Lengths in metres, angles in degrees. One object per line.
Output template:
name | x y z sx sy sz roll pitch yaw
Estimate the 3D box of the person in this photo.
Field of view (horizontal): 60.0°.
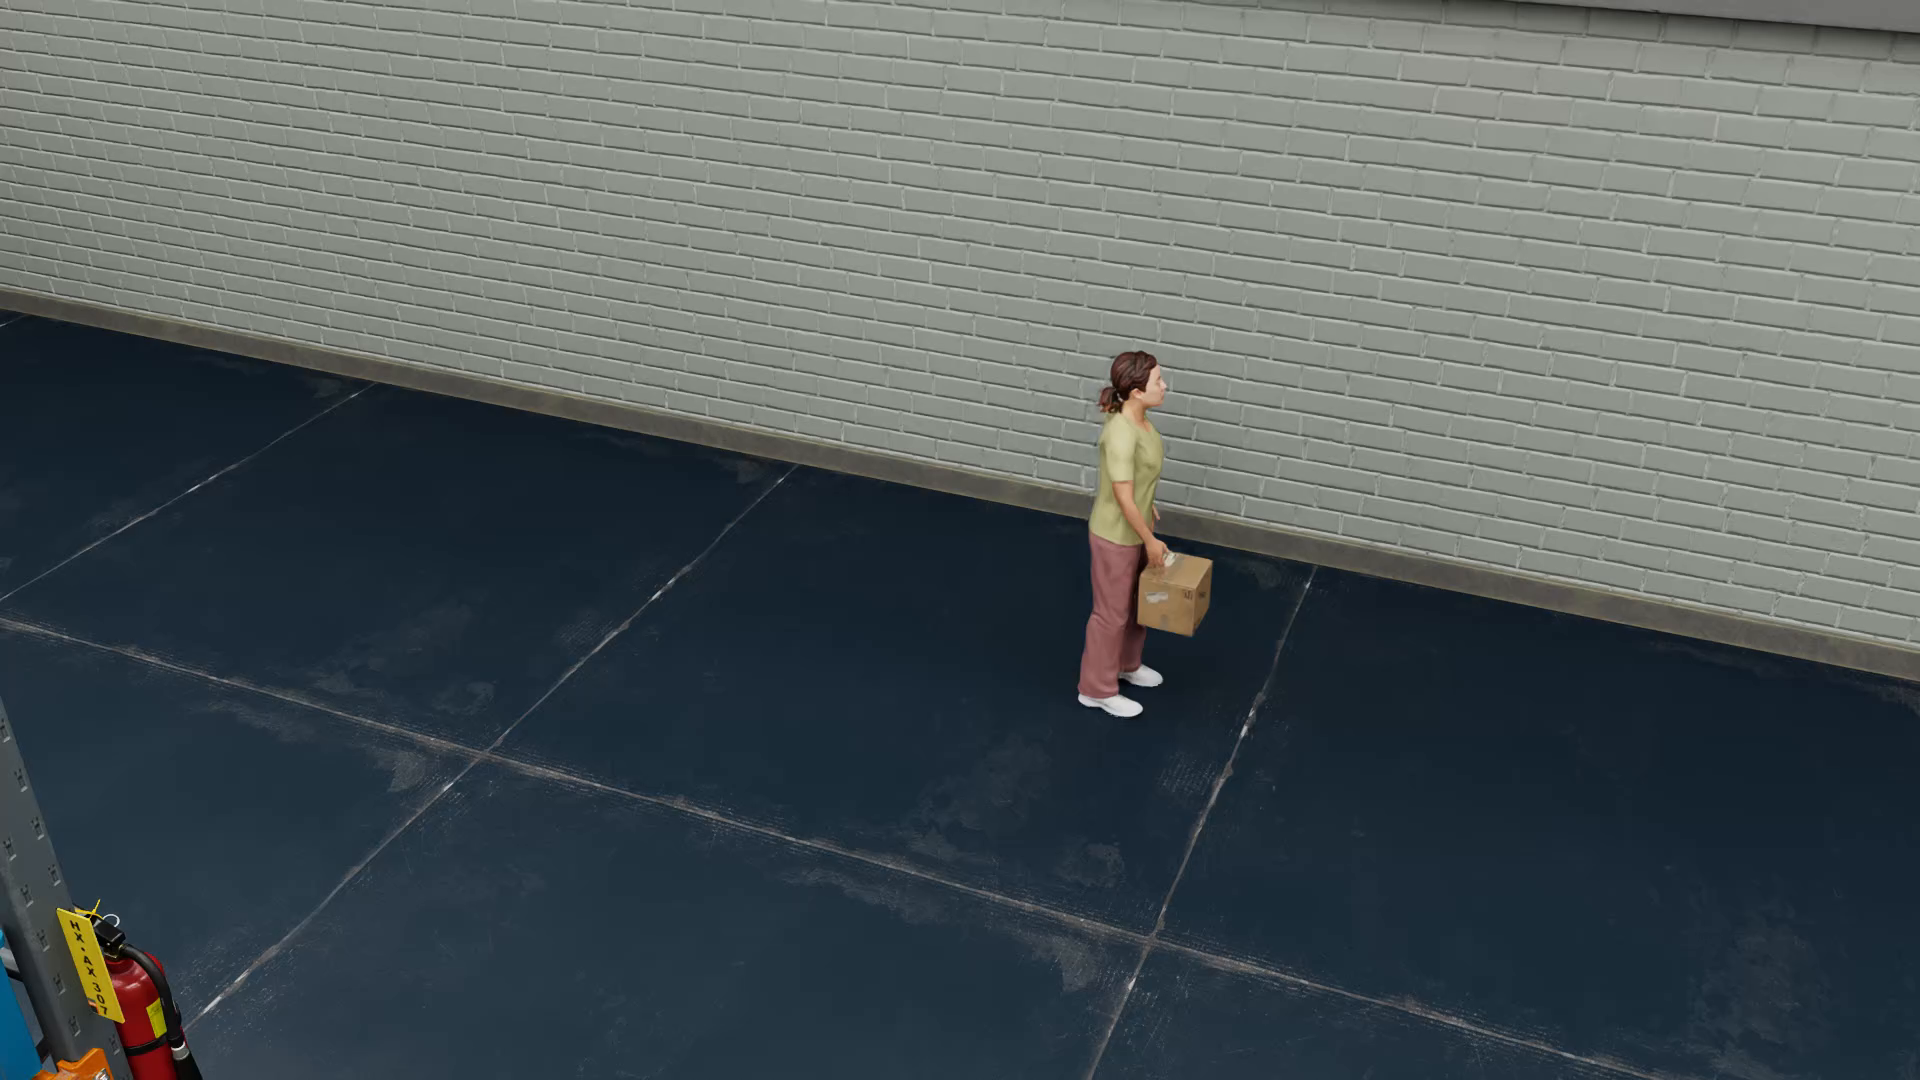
person | 0.736 -0.031 7.191 0.375 1.678 0.524 6 30 10
